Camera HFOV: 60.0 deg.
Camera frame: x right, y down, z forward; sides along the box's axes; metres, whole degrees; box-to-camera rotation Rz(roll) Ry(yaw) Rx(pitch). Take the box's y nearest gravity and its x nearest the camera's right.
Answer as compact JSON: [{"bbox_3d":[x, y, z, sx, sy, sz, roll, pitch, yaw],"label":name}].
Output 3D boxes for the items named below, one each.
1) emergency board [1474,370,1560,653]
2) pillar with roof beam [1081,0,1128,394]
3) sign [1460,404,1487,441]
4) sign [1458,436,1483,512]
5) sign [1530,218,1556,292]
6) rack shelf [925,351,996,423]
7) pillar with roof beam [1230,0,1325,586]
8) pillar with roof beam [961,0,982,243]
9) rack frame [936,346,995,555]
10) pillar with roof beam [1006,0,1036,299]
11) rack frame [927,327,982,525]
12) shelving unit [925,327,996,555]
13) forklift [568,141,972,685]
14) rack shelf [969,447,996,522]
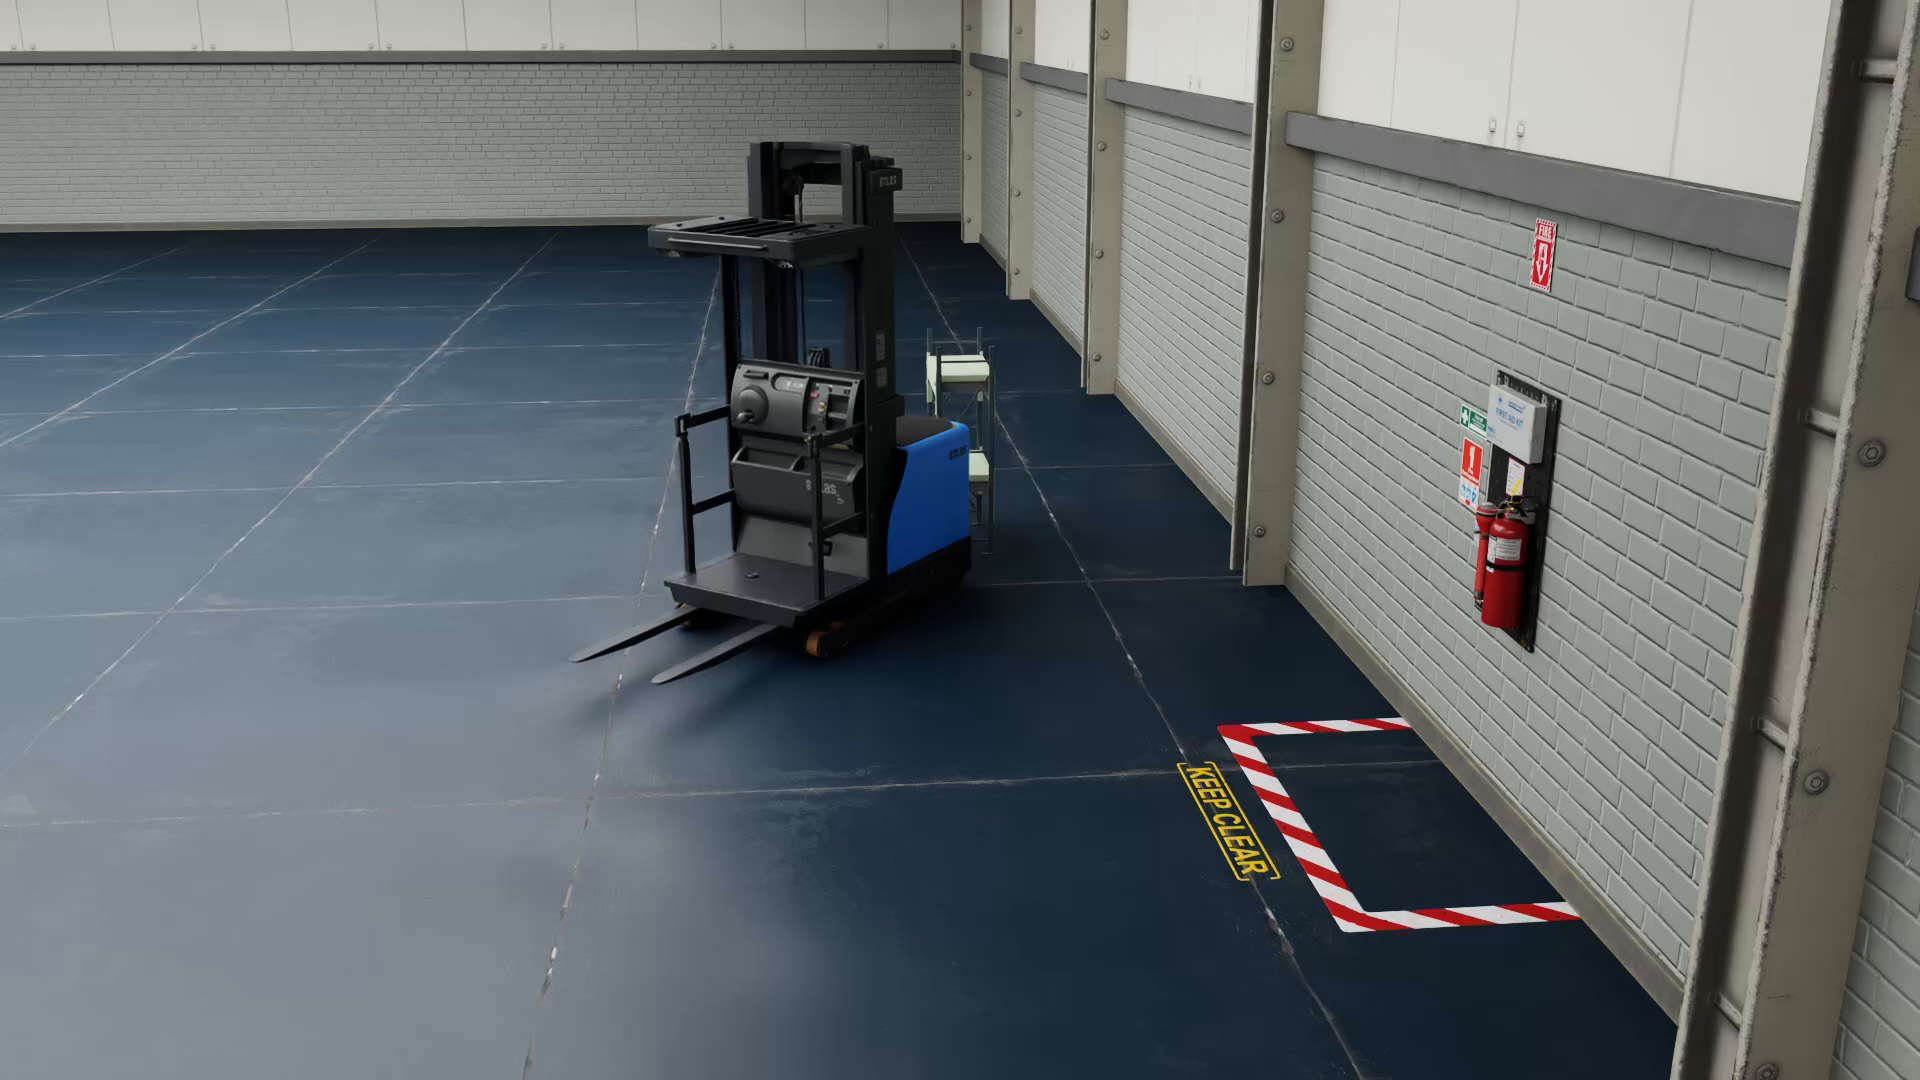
[{"bbox_3d":[2.451,-0.136,7.603,0.194,1.169,0.643,-2,18,-6],"label":"emergency board"},{"bbox_3d":[-2.852,-5.703,15.320,9.100,9.000,0.400,-2,18,-6],"label":"pillar with roof beam"},{"bbox_3d":[2.488,-0.572,8.048,0.001,0.109,0.331,-2,18,-6],"label":"sign"},{"bbox_3d":[2.497,-0.321,8.133,0.001,0.329,0.234,-2,18,-6],"label":"sign"},{"bbox_3d":[2.549,-1.248,7.274,0.001,0.298,0.199,-2,18,-6],"label":"sign"},{"bbox_3d":[-0.001,-1.090,11.842,0.431,0.370,0.720,-2,18,-6],"label":"rack shelf"},{"bbox_3d":[-2.233,-3.916,9.626,9.100,9.000,0.400,-2,18,-6],"label":"pillar with roof beam"},{"bbox_3d":[-4.089,-9.279,26.708,9.100,9.000,0.400,-2,18,-6],"label":"pillar with roof beam"},{"bbox_3d":[0.037,-0.609,11.611,0.400,1.500,0.023,-2,18,-6],"label":"rack frame"},{"bbox_3d":[-3.471,-7.491,21.014,9.100,9.000,0.400,-2,18,-6],"label":"pillar with roof beam"},{"bbox_3d":[-0.038,-0.827,12.306,0.400,1.500,0.023,-2,18,-6],"label":"rack frame"},{"bbox_3d":[-0.001,-0.718,11.959,0.431,1.500,0.755,-2,18,-6],"label":"shelving unit"},{"bbox_3d":[-1.118,-0.849,9.989,1.130,2.935,3.031,10,20,30],"label":"forklift"},{"bbox_3d":[-0.001,-0.407,12.056,0.431,0.370,0.720,-2,18,-6],"label":"rack shelf"}]
